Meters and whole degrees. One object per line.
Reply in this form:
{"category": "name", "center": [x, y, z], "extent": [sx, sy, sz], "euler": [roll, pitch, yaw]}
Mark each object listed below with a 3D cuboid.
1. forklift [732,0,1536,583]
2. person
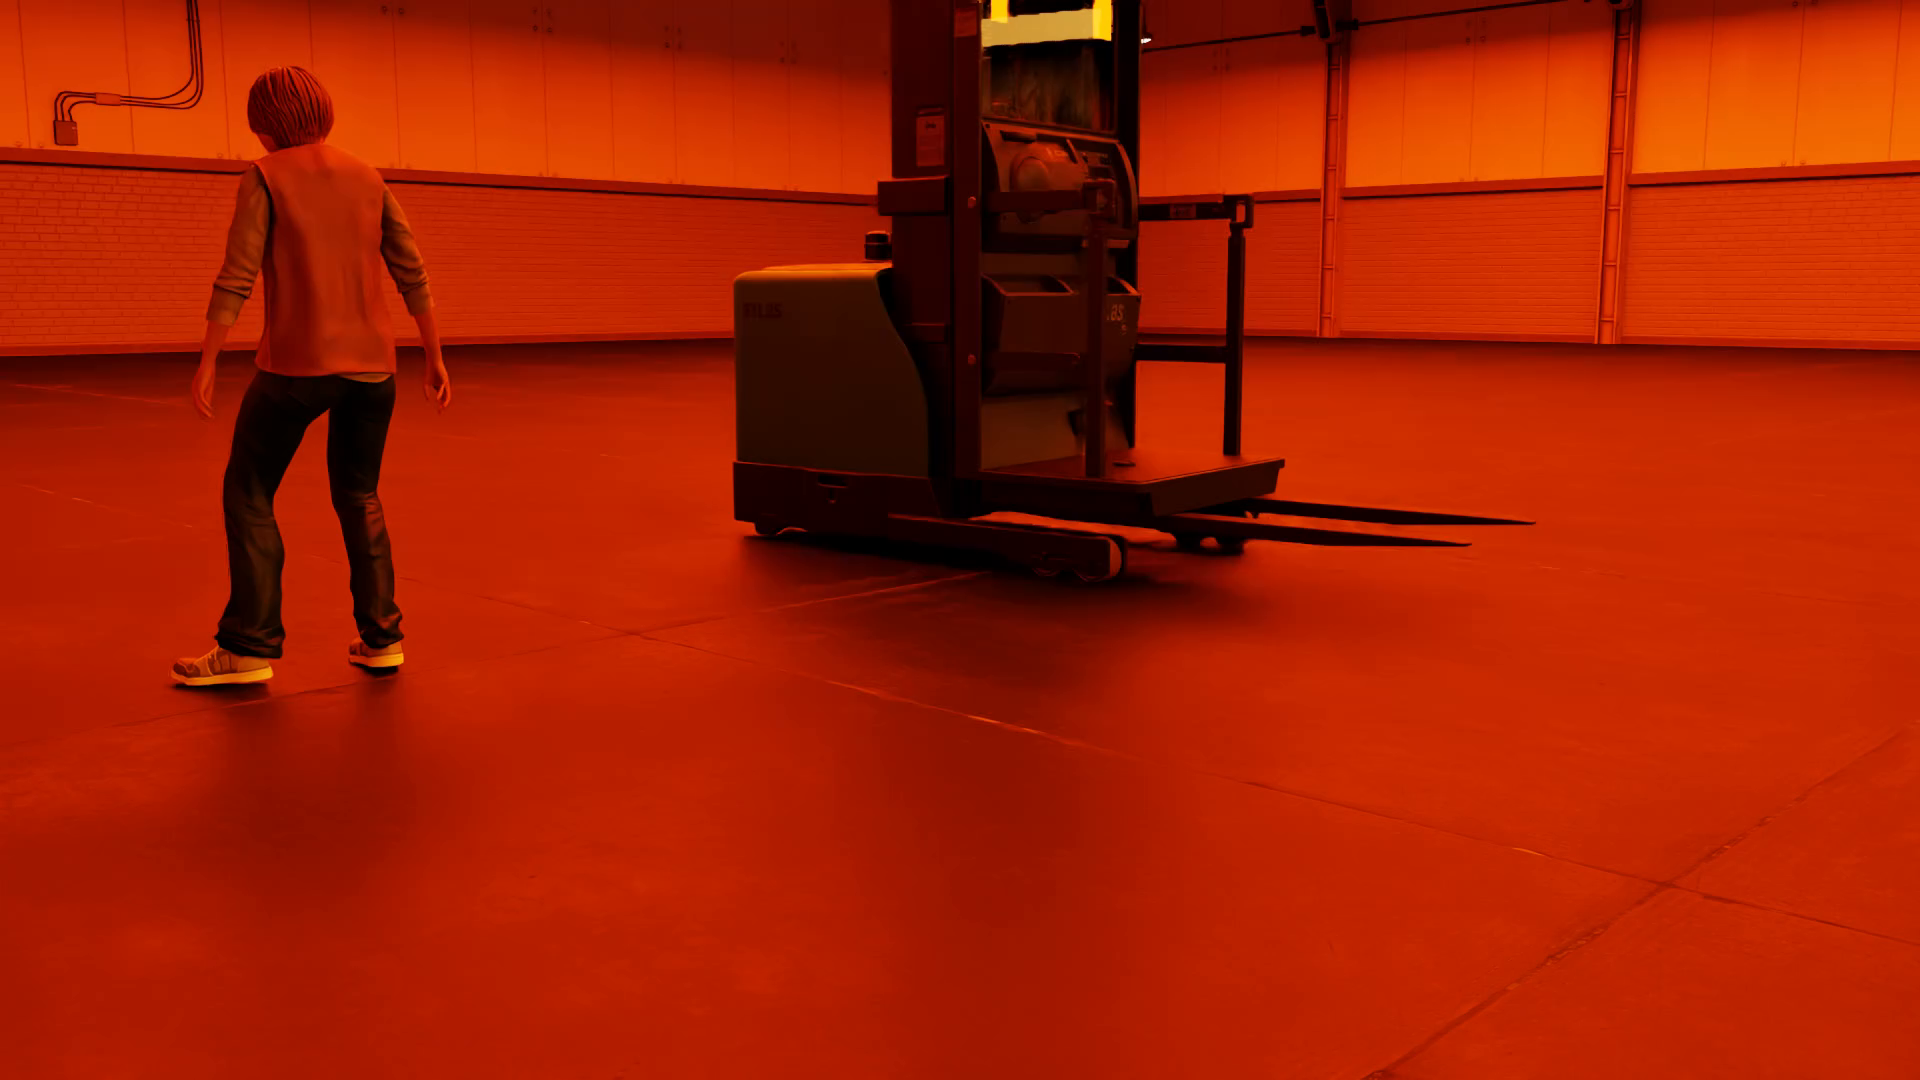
{"category": "forklift", "center": [0.552, -1.390, 6.103], "extent": [3.031, 2.935, 1.130], "euler": [6, 11, 37]}
{"category": "person", "center": [-1.683, -0.427, 4.310], "extent": [0.361, 1.569, 0.707], "euler": [8, 12, 42]}
